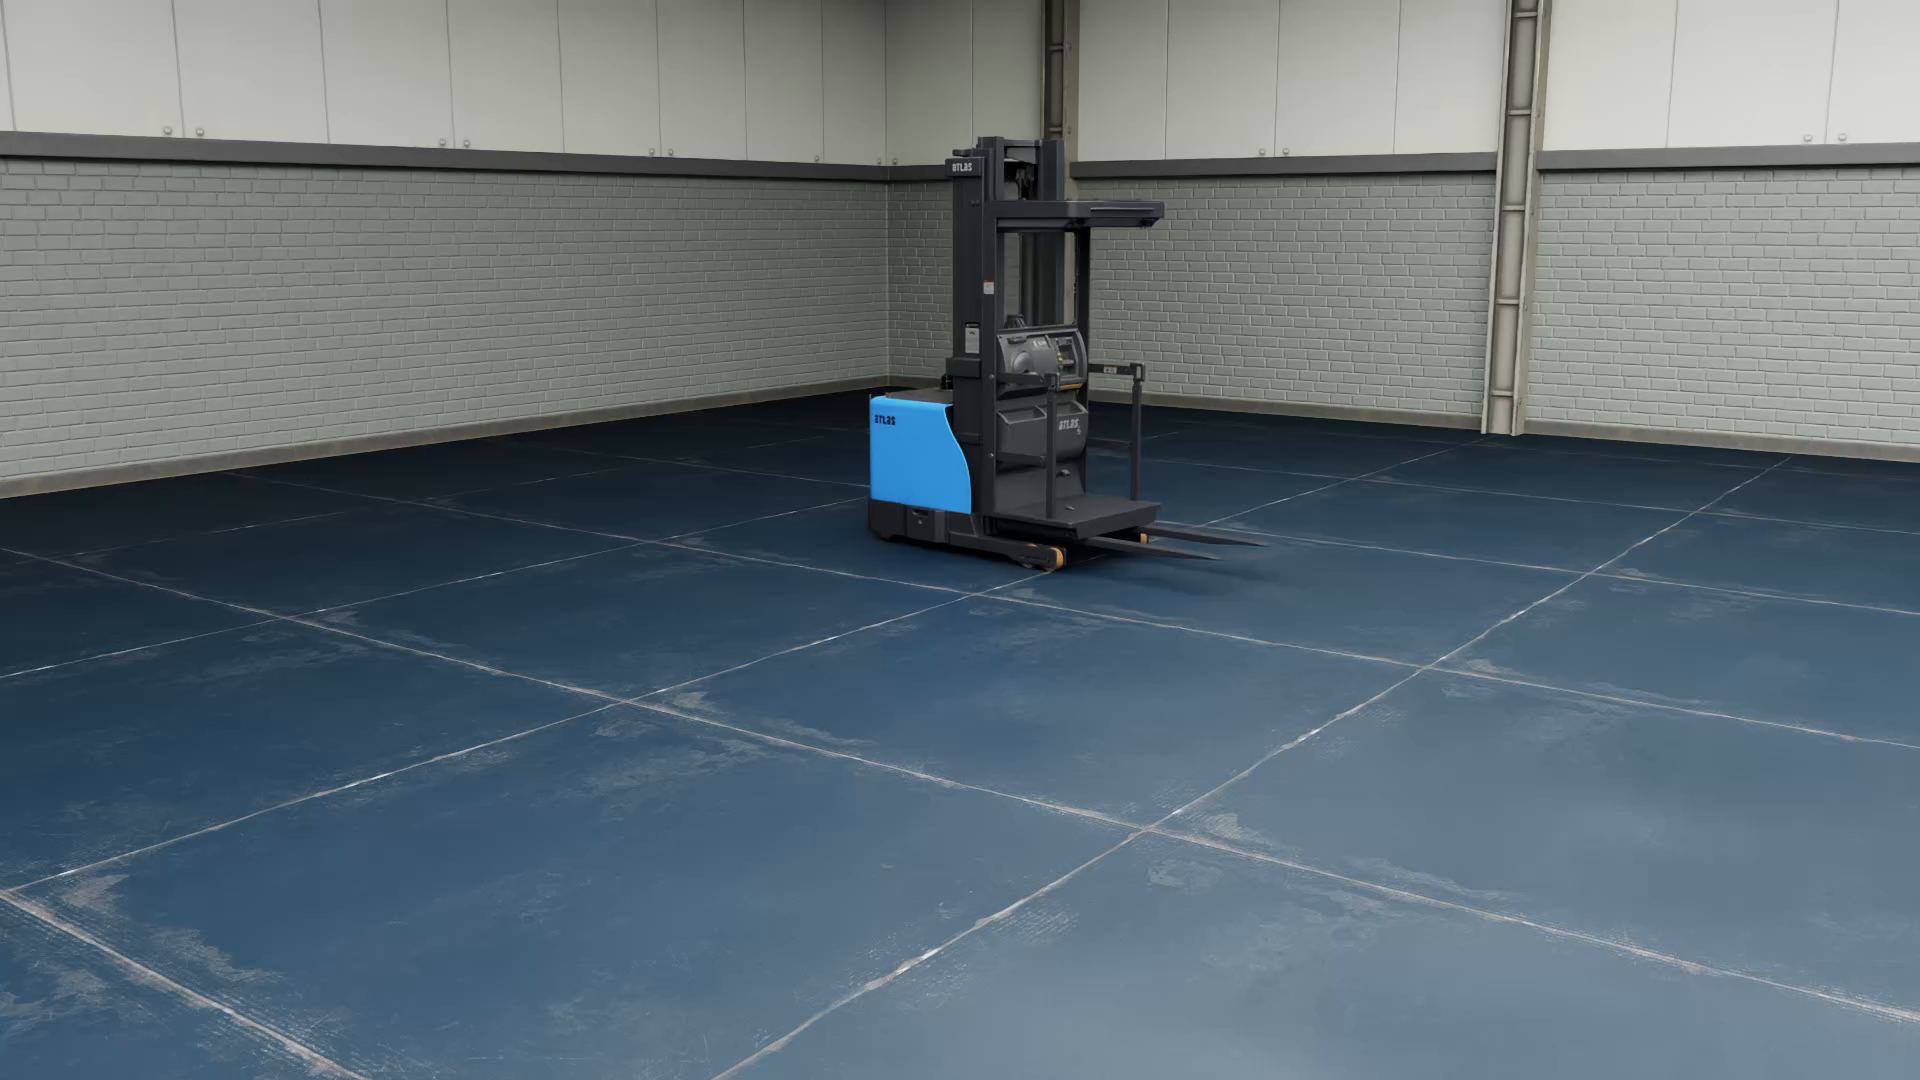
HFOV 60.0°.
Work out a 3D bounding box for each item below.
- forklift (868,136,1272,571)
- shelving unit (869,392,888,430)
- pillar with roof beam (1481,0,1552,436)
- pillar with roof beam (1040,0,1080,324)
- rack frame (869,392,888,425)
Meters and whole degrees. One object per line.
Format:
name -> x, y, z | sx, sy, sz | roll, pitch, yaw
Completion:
forklift -> 0.748, -1.336, 11.717 | 3.031, 2.935, 1.130 | 9, 14, 40
shelving unit -> -0.540, -0.608, 12.908 | 0.252, 1.050, 0.215 | 9, 14, 40
pillar with roof beam -> 3.576, -4.966, 14.509 | 0.400, 9.000, 9.100 | 8, 13, 36
pillar with roof beam -> -1.260, -5.641, 17.996 | 0.400, 9.000, 9.100 | 8, 13, 36
rack frame -> -0.631, -0.623, 12.987 | 0.008, 1.050, 0.200 | 9, 14, 40
